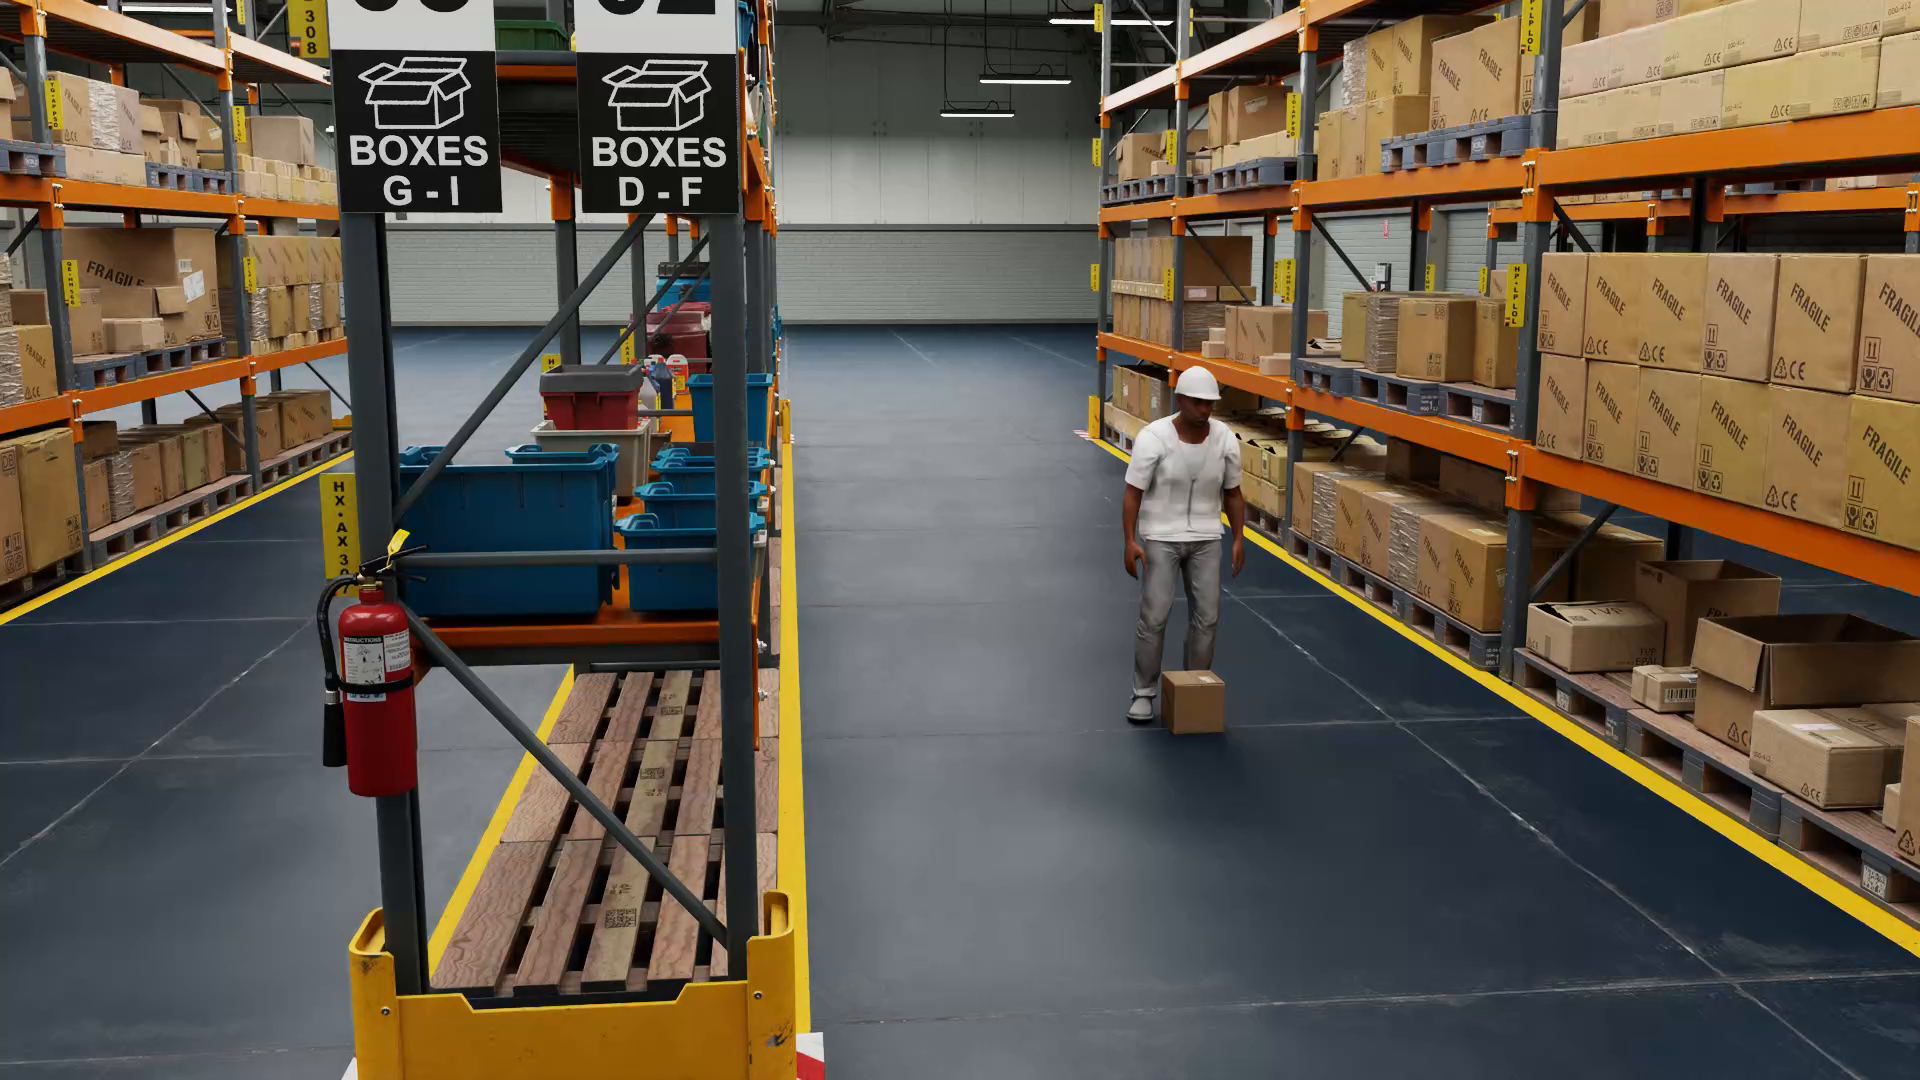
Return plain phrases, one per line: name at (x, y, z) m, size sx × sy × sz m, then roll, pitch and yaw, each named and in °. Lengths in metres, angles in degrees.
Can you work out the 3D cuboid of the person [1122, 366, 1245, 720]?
person at (1.117, 0.017, 8.265) m, size 0.634 × 1.756 × 0.458 m, roll -2°, pitch 10°, yaw -9°
